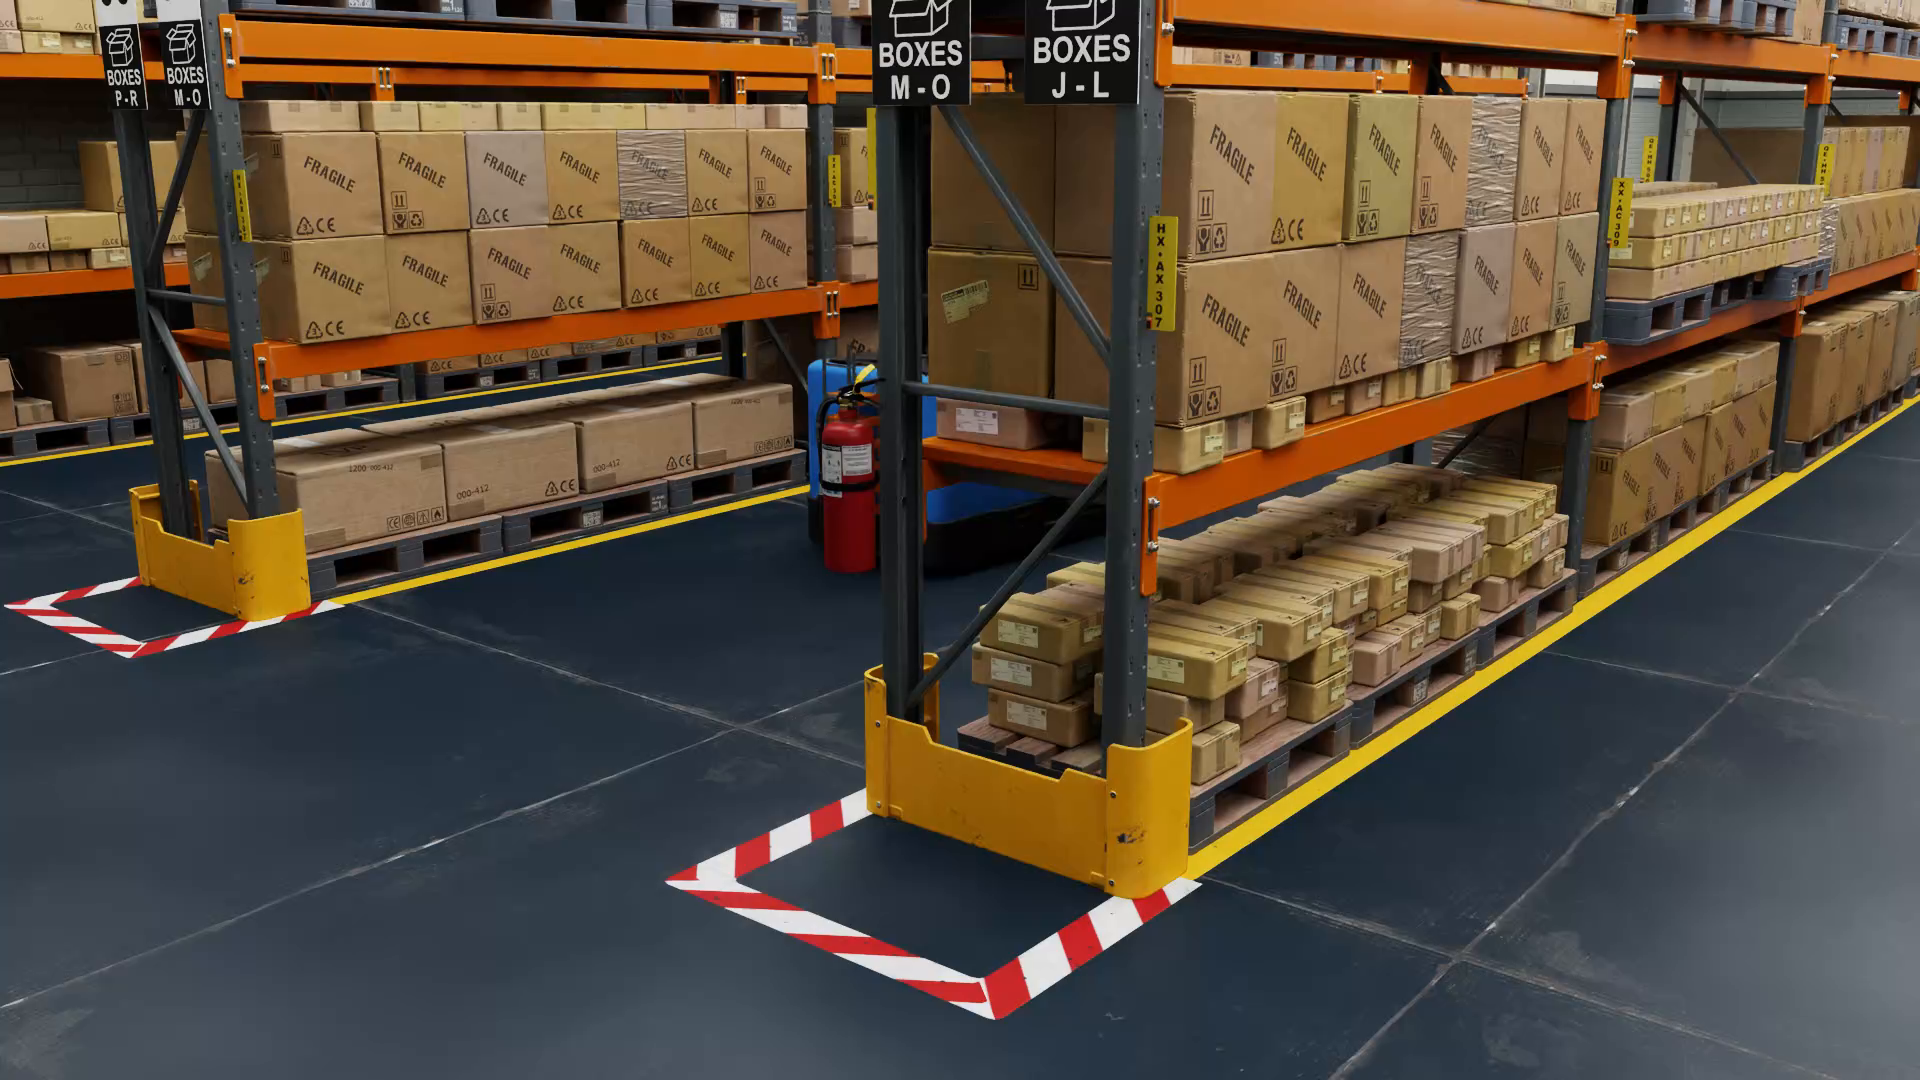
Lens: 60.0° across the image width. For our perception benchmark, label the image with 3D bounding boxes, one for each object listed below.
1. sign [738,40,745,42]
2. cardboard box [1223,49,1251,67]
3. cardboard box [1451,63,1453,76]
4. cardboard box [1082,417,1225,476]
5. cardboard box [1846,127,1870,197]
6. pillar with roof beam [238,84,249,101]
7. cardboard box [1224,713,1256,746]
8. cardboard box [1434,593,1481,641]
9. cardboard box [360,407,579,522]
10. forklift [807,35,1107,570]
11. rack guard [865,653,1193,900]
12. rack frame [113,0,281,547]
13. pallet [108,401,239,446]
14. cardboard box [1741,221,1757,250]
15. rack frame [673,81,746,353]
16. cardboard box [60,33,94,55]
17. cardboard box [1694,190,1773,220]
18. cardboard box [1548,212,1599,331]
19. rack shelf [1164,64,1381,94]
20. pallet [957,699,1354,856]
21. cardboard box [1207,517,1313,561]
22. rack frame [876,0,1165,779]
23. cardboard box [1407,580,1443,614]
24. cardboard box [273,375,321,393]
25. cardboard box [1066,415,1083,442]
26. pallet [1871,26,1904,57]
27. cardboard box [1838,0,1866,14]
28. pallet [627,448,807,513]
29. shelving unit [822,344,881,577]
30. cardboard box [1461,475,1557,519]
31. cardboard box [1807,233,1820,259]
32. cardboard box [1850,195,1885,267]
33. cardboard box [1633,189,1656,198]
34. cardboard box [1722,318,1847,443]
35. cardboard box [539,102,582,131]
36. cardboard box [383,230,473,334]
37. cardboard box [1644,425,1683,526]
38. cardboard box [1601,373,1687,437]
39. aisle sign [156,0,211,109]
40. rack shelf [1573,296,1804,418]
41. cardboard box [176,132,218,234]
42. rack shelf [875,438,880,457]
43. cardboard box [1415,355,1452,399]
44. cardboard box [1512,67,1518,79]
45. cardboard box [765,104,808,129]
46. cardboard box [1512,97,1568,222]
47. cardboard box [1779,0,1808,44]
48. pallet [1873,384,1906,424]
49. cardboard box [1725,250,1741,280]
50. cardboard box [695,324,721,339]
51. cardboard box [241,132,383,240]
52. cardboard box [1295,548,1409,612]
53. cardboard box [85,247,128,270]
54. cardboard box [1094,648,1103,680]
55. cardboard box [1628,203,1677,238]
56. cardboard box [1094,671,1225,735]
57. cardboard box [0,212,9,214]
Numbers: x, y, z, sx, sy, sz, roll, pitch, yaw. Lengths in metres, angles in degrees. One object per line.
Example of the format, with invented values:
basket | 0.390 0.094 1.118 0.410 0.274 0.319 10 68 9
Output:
sign | -2.171 -5.098 16.456 0.100 0.325 0.005 11 18 38
cardboard box | 2.208 -4.511 14.986 0.797 0.503 0.637 11 18 38
cardboard box | 5.144 -5.126 18.127 0.380 0.149 0.250 11 18 38
cardboard box | 0.616 -0.321 5.306 0.380 0.149 0.250 11 18 37
cardboard box | 6.434 -2.875 12.614 0.700 0.500 0.500 11 18 37
pillar with roof beam | -2.896 -4.960 10.869 9.100 9.000 0.400 11 18 38
cardboard box | 0.836 0.633 5.977 0.380 0.149 0.250 11 18 37
cardboard box | 2.039 0.306 7.262 0.380 0.149 0.250 11 18 37
cardboard box | -2.851 -0.459 9.687 0.875 0.438 0.875 12 18 39
forklift | 0.492 -1.559 9.807 1.130 2.935 3.031 12 19 40
rack guard | 0.205 0.765 5.596 1.175 0.500 0.348 11 18 38
rack frame | -3.756 -1.178 8.170 1.000 3.000 0.127 11 18 38
pallet | -6.304 -0.994 13.109 1.003 0.211 1.213 11 18 38
cardboard box | 4.258 -1.728 9.386 0.380 0.149 0.250 11 18 36
rack frame | -2.592 -3.478 17.222 1.000 3.000 0.127 11 18 38
cardboard box | -6.416 -3.544 11.899 0.380 0.149 0.250 11 18 37
cardboard box | 4.419 -1.922 9.545 0.380 0.149 0.250 12 19 40
cardboard box | 2.587 -1.254 7.660 0.500 0.500 0.500 11 18 38
rack shelf | 2.529 -4.199 15.428 1.077 0.370 4.000 11 18 38
pallet | 0.743 0.755 6.222 1.003 0.211 1.213 11 18 38
cardboard box | 1.291 0.021 7.176 0.380 0.149 0.250 11 18 38
rack frame | 0.157 -0.432 5.231 1.000 3.000 0.127 11 18 38
cardboard box | 1.842 0.186 7.130 0.380 0.149 0.250 10 17 35
cardboard box | -5.452 -1.370 13.623 0.396 0.266 0.258 12 19 40
cardboard box | 0.328 -0.458 5.844 0.380 0.149 0.250 11 18 37
pallet | 6.249 -3.672 12.278 1.003 0.211 1.213 12 19 40
cardboard box | 5.811 -3.731 11.251 0.500 0.311 0.500 11 18 38
pallet | -1.781 -0.459 11.003 1.003 0.211 1.213 11 18 38
shelving unit | -0.570 -0.421 8.845 0.258 1.200 0.189 12 19 40
cardboard box | 2.650 -0.200 8.045 0.380 0.149 0.250 12 18 39
cardboard box | 5.233 -1.880 10.589 0.380 0.149 0.250 12 18 38
cardboard box | 6.627 -2.346 12.562 0.500 0.500 0.500 11 18 37
cardboard box | 3.919 -2.024 9.945 0.380 0.149 0.250 12 19 39
cardboard box | 5.638 -1.180 11.891 1.050 0.750 0.750 11 18 37
cardboard box | -2.311 -2.342 9.197 0.380 0.149 0.250 11 18 36
cardboard box | -2.935 -1.376 8.743 0.500 0.500 0.500 11 18 37
cardboard box | 3.673 -0.392 9.297 0.500 0.500 0.500 12 19 40
cardboard box | 3.674 -0.756 9.209 0.500 0.250 0.500 12 18 39
aisle sign | -3.576 -2.380 7.619 0.394 0.787 0.004 11 18 38
rack shelf | 3.928 -1.232 9.842 1.077 0.370 4.000 11 18 38
cardboard box | -3.639 -1.841 8.543 0.500 0.500 0.500 12 19 39
rack shelf | -0.570 -0.495 8.826 0.258 0.103 0.180 12 19 40
cardboard box | 1.747 -0.675 6.697 0.380 0.149 0.250 12 18 39
cardboard box | 6.293 -5.463 19.454 0.380 0.149 0.250 11 18 38
cardboard box | -1.188 -2.684 10.544 0.380 0.149 0.250 11 18 36
cardboard box | 2.265 -1.643 7.162 0.500 0.500 0.500 11 18 36
cardboard box | 4.720 -3.220 9.910 0.500 0.500 0.500 11 18 38
pallet | 7.273 -1.219 13.993 1.003 0.211 1.213 11 18 38
cardboard box | 4.093 -1.535 9.230 0.380 0.149 0.250 11 18 37
cardboard box | -2.690 -2.356 17.028 0.500 0.500 0.500 12 19 39
cardboard box | -3.233 -1.759 8.223 0.500 0.500 0.500 11 18 36
cardboard box | 1.563 0.155 6.649 0.380 0.149 0.250 12 18 38
cardboard box | -6.351 -2.084 12.243 0.380 0.149 0.250 11 18 36
cardboard box | 0.473 0.415 6.229 0.380 0.149 0.250 11 18 36
cardboard box | 3.277 -1.572 8.169 0.380 0.149 0.250 12 19 40
cardboard box | 0.686 0.542 5.732 0.380 0.149 0.250 12 19 40
cardboard box | -7.212 -2.245 12.069 0.500 0.250 0.500 11 18 38
